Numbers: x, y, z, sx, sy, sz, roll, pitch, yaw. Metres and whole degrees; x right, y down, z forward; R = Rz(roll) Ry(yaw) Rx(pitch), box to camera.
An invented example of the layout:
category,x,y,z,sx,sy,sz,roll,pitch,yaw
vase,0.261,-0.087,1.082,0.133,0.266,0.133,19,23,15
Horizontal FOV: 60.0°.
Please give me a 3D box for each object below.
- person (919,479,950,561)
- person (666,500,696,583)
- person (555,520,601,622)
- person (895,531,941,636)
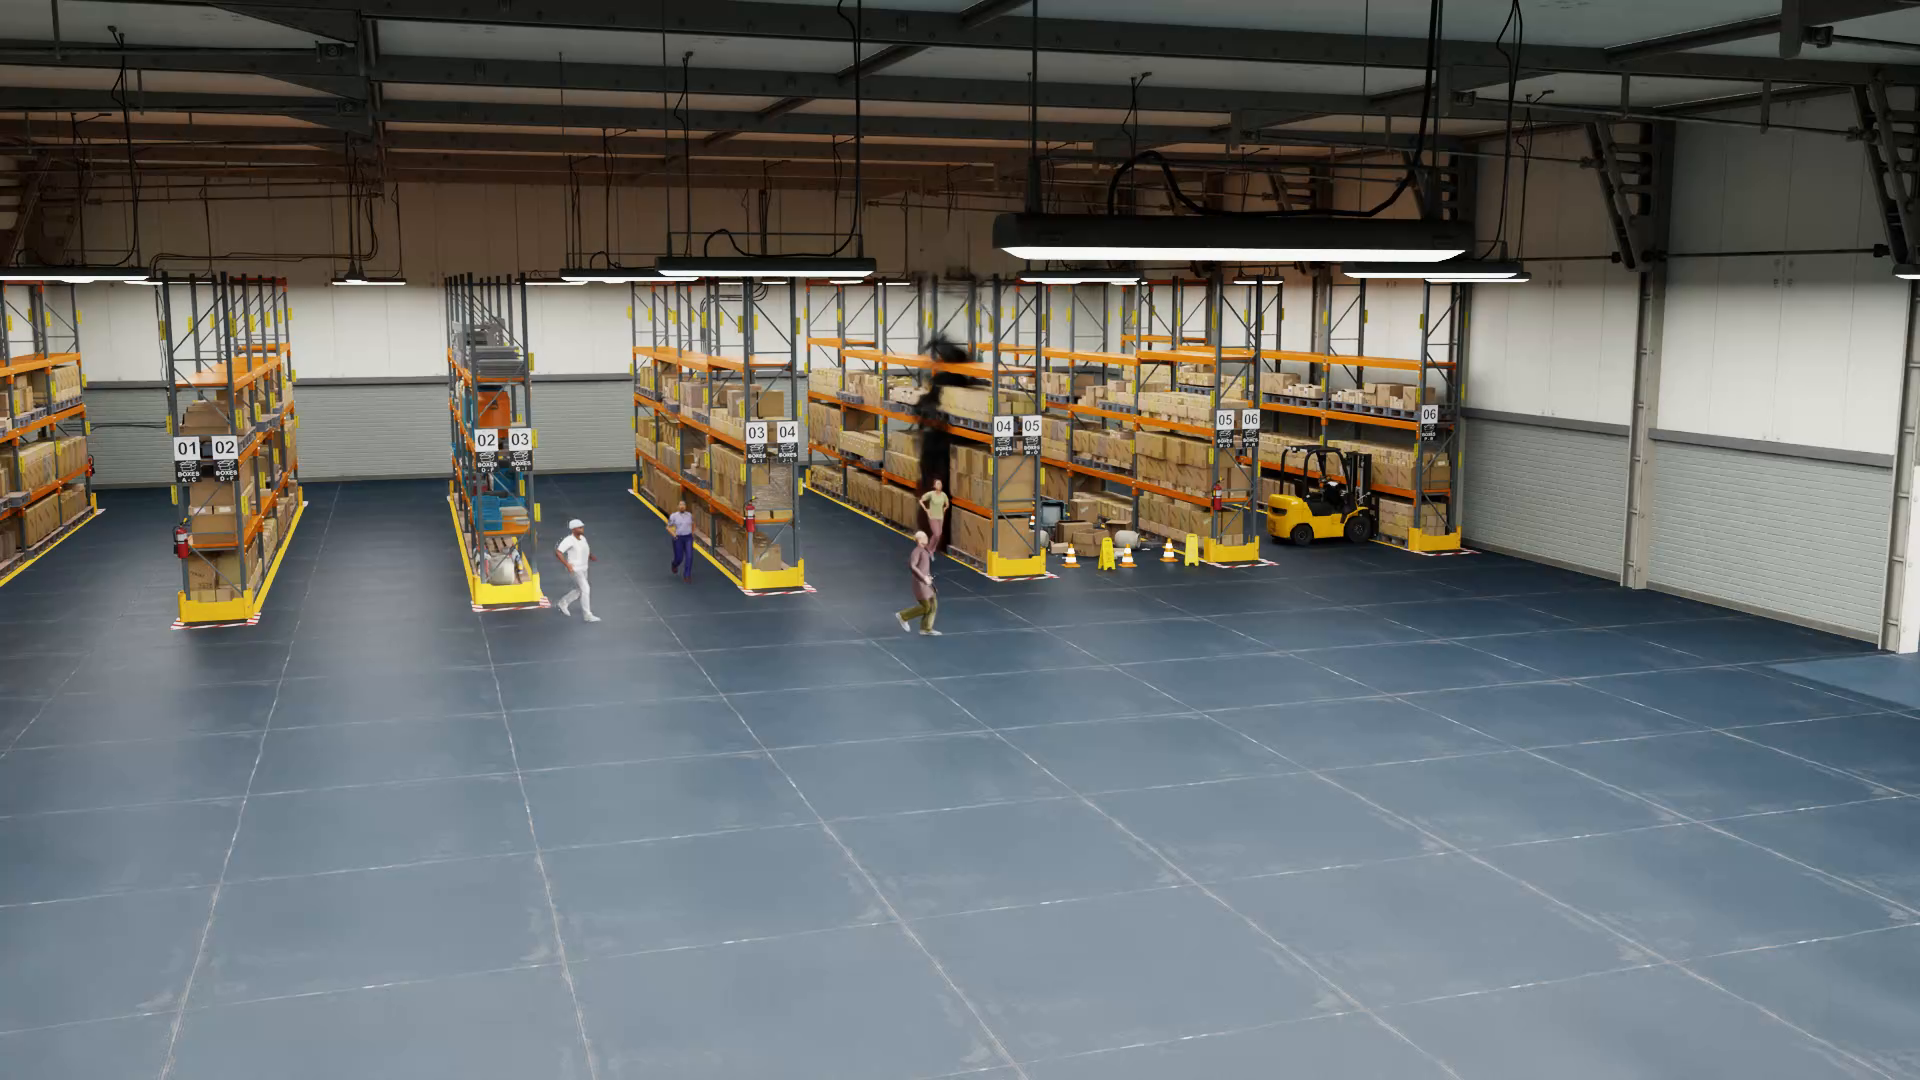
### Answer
category,x,y,z,sx,sy,sz,roll,pitch,yaw
person,-0.453,-0.407,33.459,0.589,1.658,0.518,-6,10,-32
person,-5.446,0.018,32.684,0.606,1.587,0.728,-4,9,-24
person,-6.629,0.517,28.748,0.878,1.759,0.717,2,9,16
person,-0.691,0.825,27.595,0.755,1.548,0.719,2,9,10
